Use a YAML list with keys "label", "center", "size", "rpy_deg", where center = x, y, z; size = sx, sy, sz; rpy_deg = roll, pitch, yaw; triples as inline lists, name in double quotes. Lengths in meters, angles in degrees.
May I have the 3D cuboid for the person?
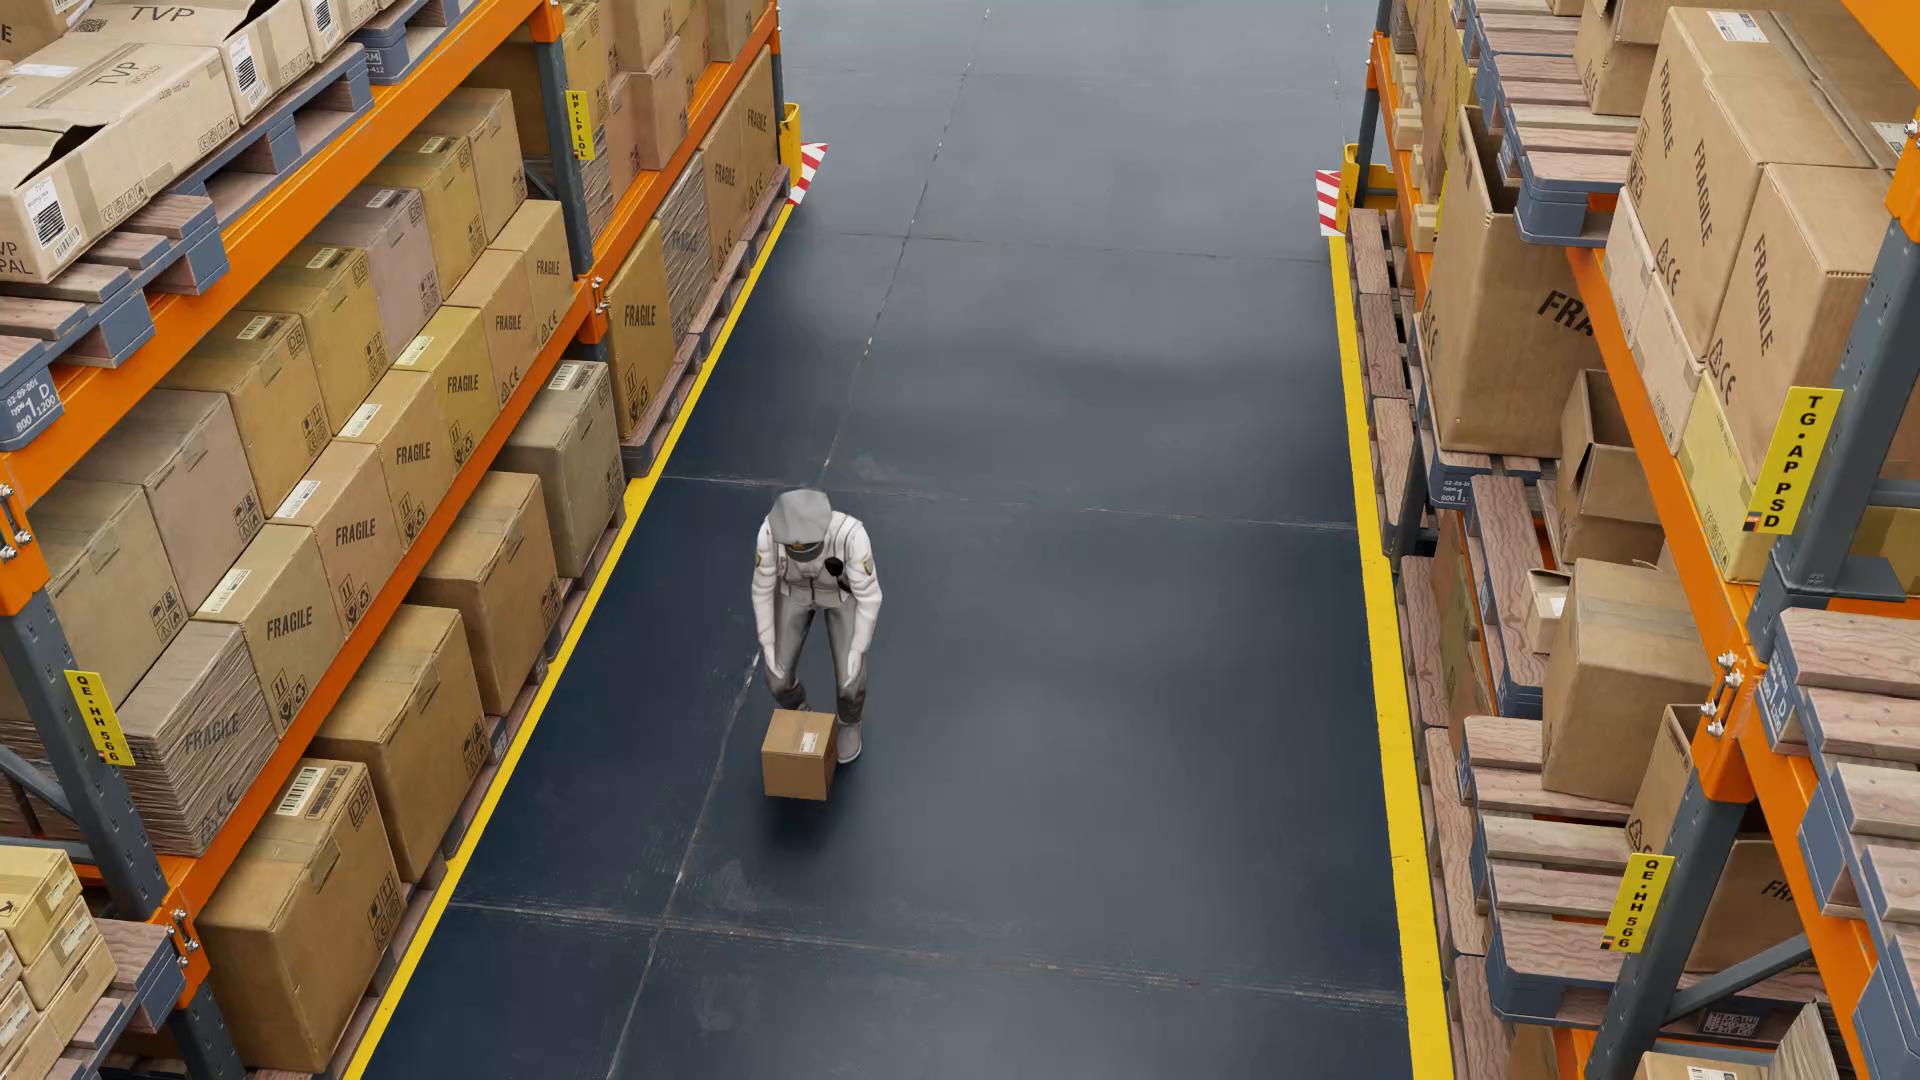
- label: "person"
  center: [-0.571, 0.318, 6.812]
  size: [0.534, 1.430, 0.673]
  rpy_deg: [5, 37, 6]
